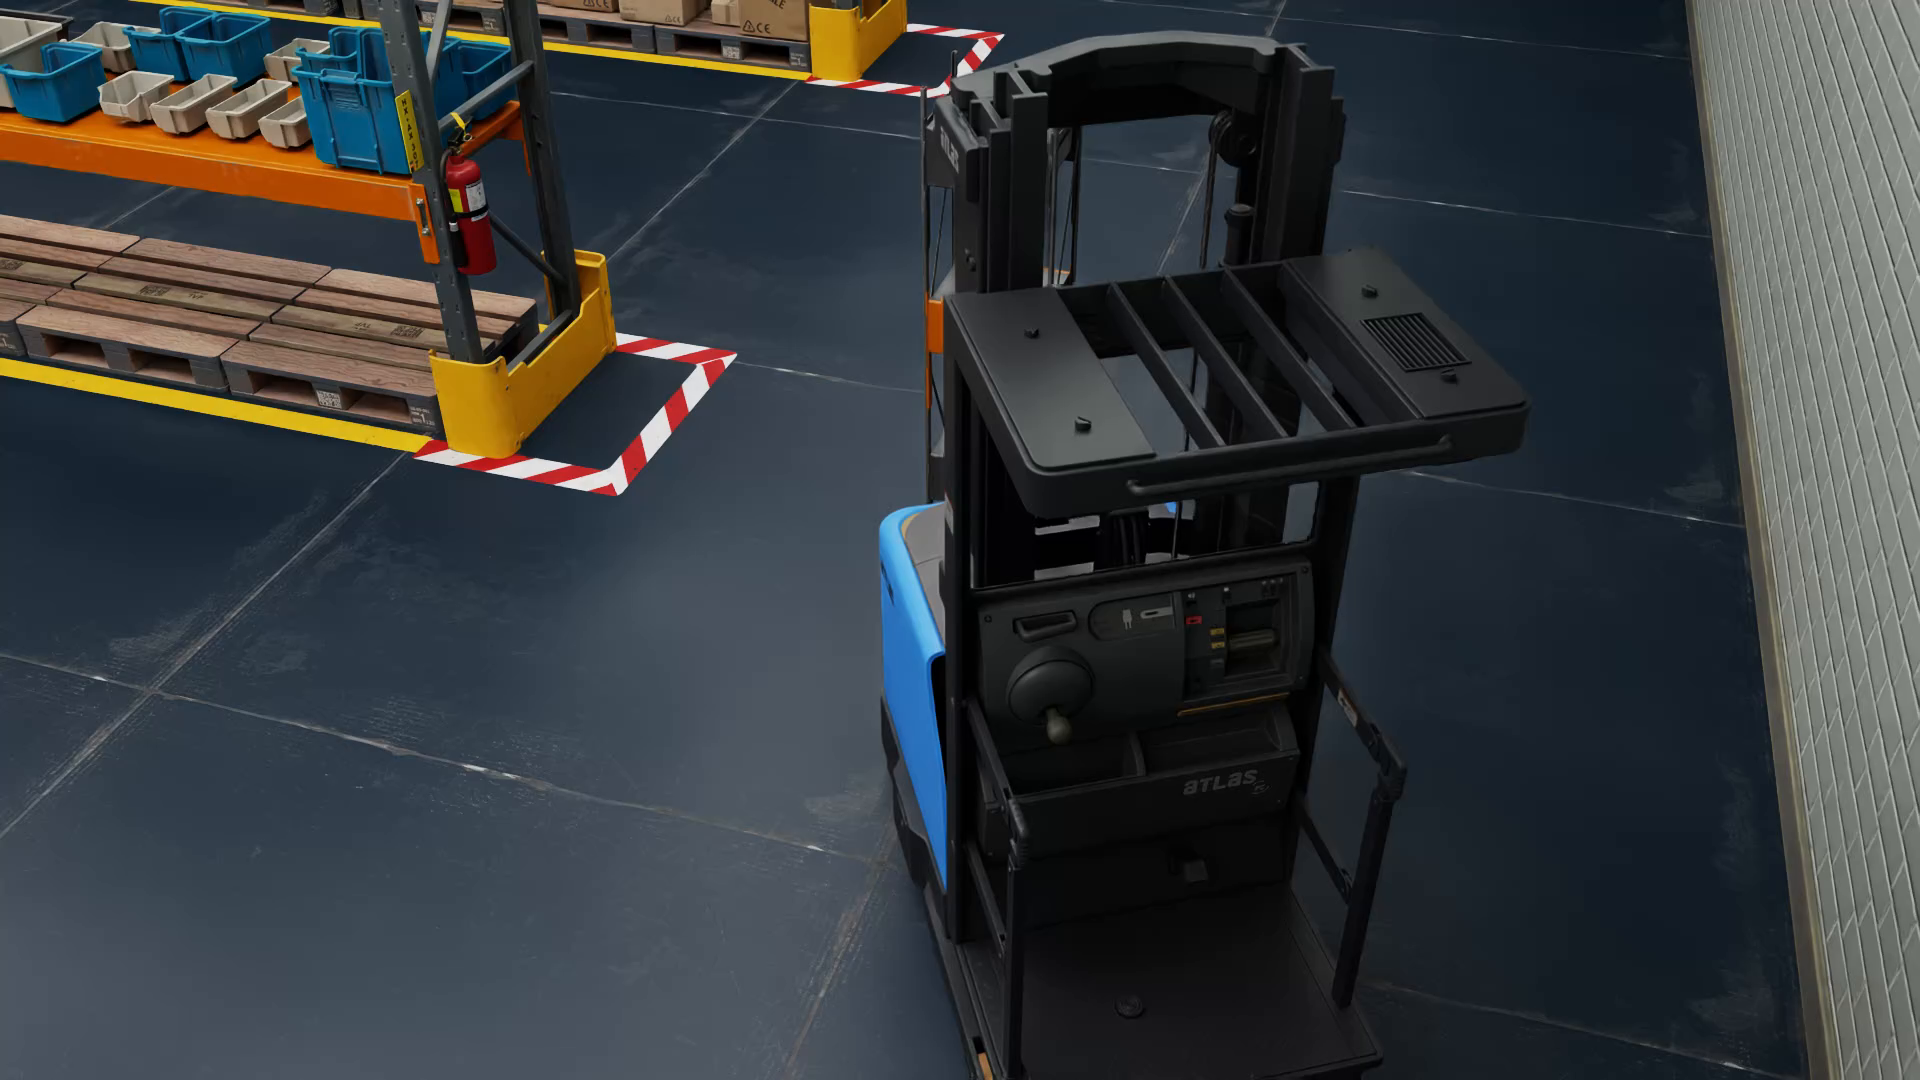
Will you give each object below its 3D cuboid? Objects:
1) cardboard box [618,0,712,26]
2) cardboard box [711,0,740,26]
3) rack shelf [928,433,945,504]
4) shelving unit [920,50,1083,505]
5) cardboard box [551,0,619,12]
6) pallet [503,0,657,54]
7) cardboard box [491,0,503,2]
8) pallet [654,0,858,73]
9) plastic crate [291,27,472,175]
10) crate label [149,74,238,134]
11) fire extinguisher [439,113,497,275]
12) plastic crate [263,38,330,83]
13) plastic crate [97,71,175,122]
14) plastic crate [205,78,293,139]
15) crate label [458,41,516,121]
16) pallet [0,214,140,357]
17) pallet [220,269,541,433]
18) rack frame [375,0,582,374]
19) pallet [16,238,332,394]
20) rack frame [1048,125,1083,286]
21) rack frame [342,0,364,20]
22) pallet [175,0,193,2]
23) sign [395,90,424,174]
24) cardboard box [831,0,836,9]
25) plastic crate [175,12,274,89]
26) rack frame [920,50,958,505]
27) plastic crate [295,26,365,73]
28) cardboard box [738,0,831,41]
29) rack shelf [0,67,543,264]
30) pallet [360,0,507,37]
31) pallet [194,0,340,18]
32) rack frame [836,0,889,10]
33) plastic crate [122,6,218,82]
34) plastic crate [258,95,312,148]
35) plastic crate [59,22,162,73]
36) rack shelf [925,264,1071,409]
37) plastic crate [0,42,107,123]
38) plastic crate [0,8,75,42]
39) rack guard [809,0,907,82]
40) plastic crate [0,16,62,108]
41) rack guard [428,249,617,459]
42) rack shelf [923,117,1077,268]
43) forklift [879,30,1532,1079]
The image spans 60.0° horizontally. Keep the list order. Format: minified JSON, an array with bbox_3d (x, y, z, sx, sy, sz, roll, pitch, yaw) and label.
[{"bbox_3d":[-2.134,-3.947,12.031,0.500,0.250,0.500,10,38,14],"label":"cardboard box"},{"bbox_3d":[-1.596,-3.851,11.971,0.250,0.166,0.380,10,38,14],"label":"cardboard box"},{"bbox_3d":[0.158,-0.242,7.011,0.480,0.518,0.431,10,38,14],"label":"rack shelf"},{"bbox_3d":[0.158,-0.816,6.588,0.503,2.100,0.431,10,38,14],"label":"shelving unit"},{"bbox_3d":[-2.667,-4.285,12.277,0.637,0.503,0.797,10,38,14],"label":"cardboard box"},{"bbox_3d":[-2.638,-3.983,12.484,1.213,0.211,1.003,10,38,14],"label":"pallet"},{"bbox_3d":[-3.297,-4.135,12.357,0.250,0.166,0.380,10,38,14],"label":"cardboard box"},{"bbox_3d":[-1.477,-3.766,12.189,1.213,0.211,1.003,10,38,14],"label":"pallet"},{"bbox_3d":[-2.499,-1.926,7.255,0.499,0.435,0.616,10,38,14],"label":"plastic crate"},{"bbox_3d":[-3.502,-1.988,7.593,0.243,0.136,0.396,10,38,14],"label":"crate label"},{"bbox_3d":[-2.116,-1.469,7.095,0.183,0.674,0.296,10,38,14],"label":"fire extinguisher"},{"bbox_3d":[-3.190,-2.305,8.023,0.298,0.136,0.250,10,38,14],"label":"plastic crate"},{"bbox_3d":[-3.790,-2.030,7.649,0.250,0.136,0.298,10,38,14],"label":"plastic crate"},{"bbox_3d":[-3.229,-1.953,7.544,0.243,0.136,0.396,10,38,14],"label":"plastic crate"},{"bbox_3d":[-2.261,-2.120,7.691,0.303,0.233,0.416,10,38,14],"label":"crate label"},{"bbox_3d":[-5.229,-1.410,8.987,1.213,0.211,1.003,10,38,14],"label":"pallet"},{"bbox_3d":[-2.900,-0.978,8.401,1.213,0.211,1.003,10,38,14],"label":"pallet"},{"bbox_3d":[-2.124,-1.934,7.347,0.127,3.000,1.000,10,38,14],"label":"rack frame"},{"bbox_3d":[-4.060,-1.195,8.696,1.213,0.211,1.003,10,38,14],"label":"pallet"},{"bbox_3d":[0.391,-0.773,6.529,0.015,2.100,0.400,10,38,14],"label":"rack frame"},{"bbox_3d":[-4.461,-5.443,12.114,0.127,3.000,1.000,10,38,14],"label":"rack frame"},{"bbox_3d":[-6.417,-4.656,13.399,1.213,0.211,1.003,10,38,14],"label":"pallet"},{"bbox_3d":[-2.273,-1.685,6.872,0.005,0.325,0.100,10,38,14],"label":"sign"},{"bbox_3d":[-0.941,-4.033,12.233,0.250,0.149,0.380,10,38,14],"label":"cardboard box"},{"bbox_3d":[-3.518,-2.353,8.007,0.300,0.233,0.416,10,38,14],"label":"plastic crate"},{"bbox_3d":[-0.075,-0.860,6.646,0.015,2.100,0.400,10,38,14],"label":"rack frame"},{"bbox_3d":[-2.890,-2.237,7.849,0.300,0.233,0.416,10,38,14],"label":"plastic crate"},{"bbox_3d":[-1.236,-3.863,11.705,0.500,0.500,0.500,10,38,14],"label":"cardboard box"},{"bbox_3d":[-4.033,-1.997,8.040,4.000,0.370,1.077,10,38,14],"label":"rack shelf"},{"bbox_3d":[-3.806,-4.198,12.775,1.213,0.211,1.003,10,38,14],"label":"pallet"},{"bbox_3d":[-5.249,-4.442,13.107,1.213,0.211,1.003,10,38,14],"label":"pallet"},{"bbox_3d":[-0.643,-4.736,11.154,0.127,3.000,1.000,10,38,14],"label":"rack frame"},{"bbox_3d":[-3.805,-2.406,8.079,0.300,0.233,0.416,10,38,14],"label":"plastic crate"},{"bbox_3d":[-2.956,-1.893,7.464,0.243,0.136,0.396,10,38,14],"label":"plastic crate"},{"bbox_3d":[-4.190,-2.421,8.181,0.466,0.136,0.293,10,38,14],"label":"plastic crate"},{"bbox_3d":[0.158,-0.805,6.596,0.480,0.518,0.431,10,38,14],"label":"rack shelf"},{"bbox_3d":[-4.161,-2.108,7.675,0.300,0.233,0.416,10,38,14],"label":"plastic crate"},{"bbox_3d":[-4.794,-2.508,8.309,0.590,0.125,0.437,10,38,14],"label":"plastic crate"},{"bbox_3d":[-0.716,-3.742,11.913,0.348,0.500,1.175,10,38,14],"label":"rack guard"},{"bbox_3d":[-4.539,-2.243,7.816,0.530,0.282,0.437,10,38,14],"label":"plastic crate"},{"bbox_3d":[-2.097,-0.930,8.092,0.348,0.500,1.175,10,38,14],"label":"rack guard"},{"bbox_3d":[0.158,-1.369,6.181,0.480,0.518,0.431,10,38,14],"label":"rack shelf"},{"bbox_3d":[0.560,0.363,4.284,1.130,2.935,3.031,-8,37,-11],"label":"forklift"}]
